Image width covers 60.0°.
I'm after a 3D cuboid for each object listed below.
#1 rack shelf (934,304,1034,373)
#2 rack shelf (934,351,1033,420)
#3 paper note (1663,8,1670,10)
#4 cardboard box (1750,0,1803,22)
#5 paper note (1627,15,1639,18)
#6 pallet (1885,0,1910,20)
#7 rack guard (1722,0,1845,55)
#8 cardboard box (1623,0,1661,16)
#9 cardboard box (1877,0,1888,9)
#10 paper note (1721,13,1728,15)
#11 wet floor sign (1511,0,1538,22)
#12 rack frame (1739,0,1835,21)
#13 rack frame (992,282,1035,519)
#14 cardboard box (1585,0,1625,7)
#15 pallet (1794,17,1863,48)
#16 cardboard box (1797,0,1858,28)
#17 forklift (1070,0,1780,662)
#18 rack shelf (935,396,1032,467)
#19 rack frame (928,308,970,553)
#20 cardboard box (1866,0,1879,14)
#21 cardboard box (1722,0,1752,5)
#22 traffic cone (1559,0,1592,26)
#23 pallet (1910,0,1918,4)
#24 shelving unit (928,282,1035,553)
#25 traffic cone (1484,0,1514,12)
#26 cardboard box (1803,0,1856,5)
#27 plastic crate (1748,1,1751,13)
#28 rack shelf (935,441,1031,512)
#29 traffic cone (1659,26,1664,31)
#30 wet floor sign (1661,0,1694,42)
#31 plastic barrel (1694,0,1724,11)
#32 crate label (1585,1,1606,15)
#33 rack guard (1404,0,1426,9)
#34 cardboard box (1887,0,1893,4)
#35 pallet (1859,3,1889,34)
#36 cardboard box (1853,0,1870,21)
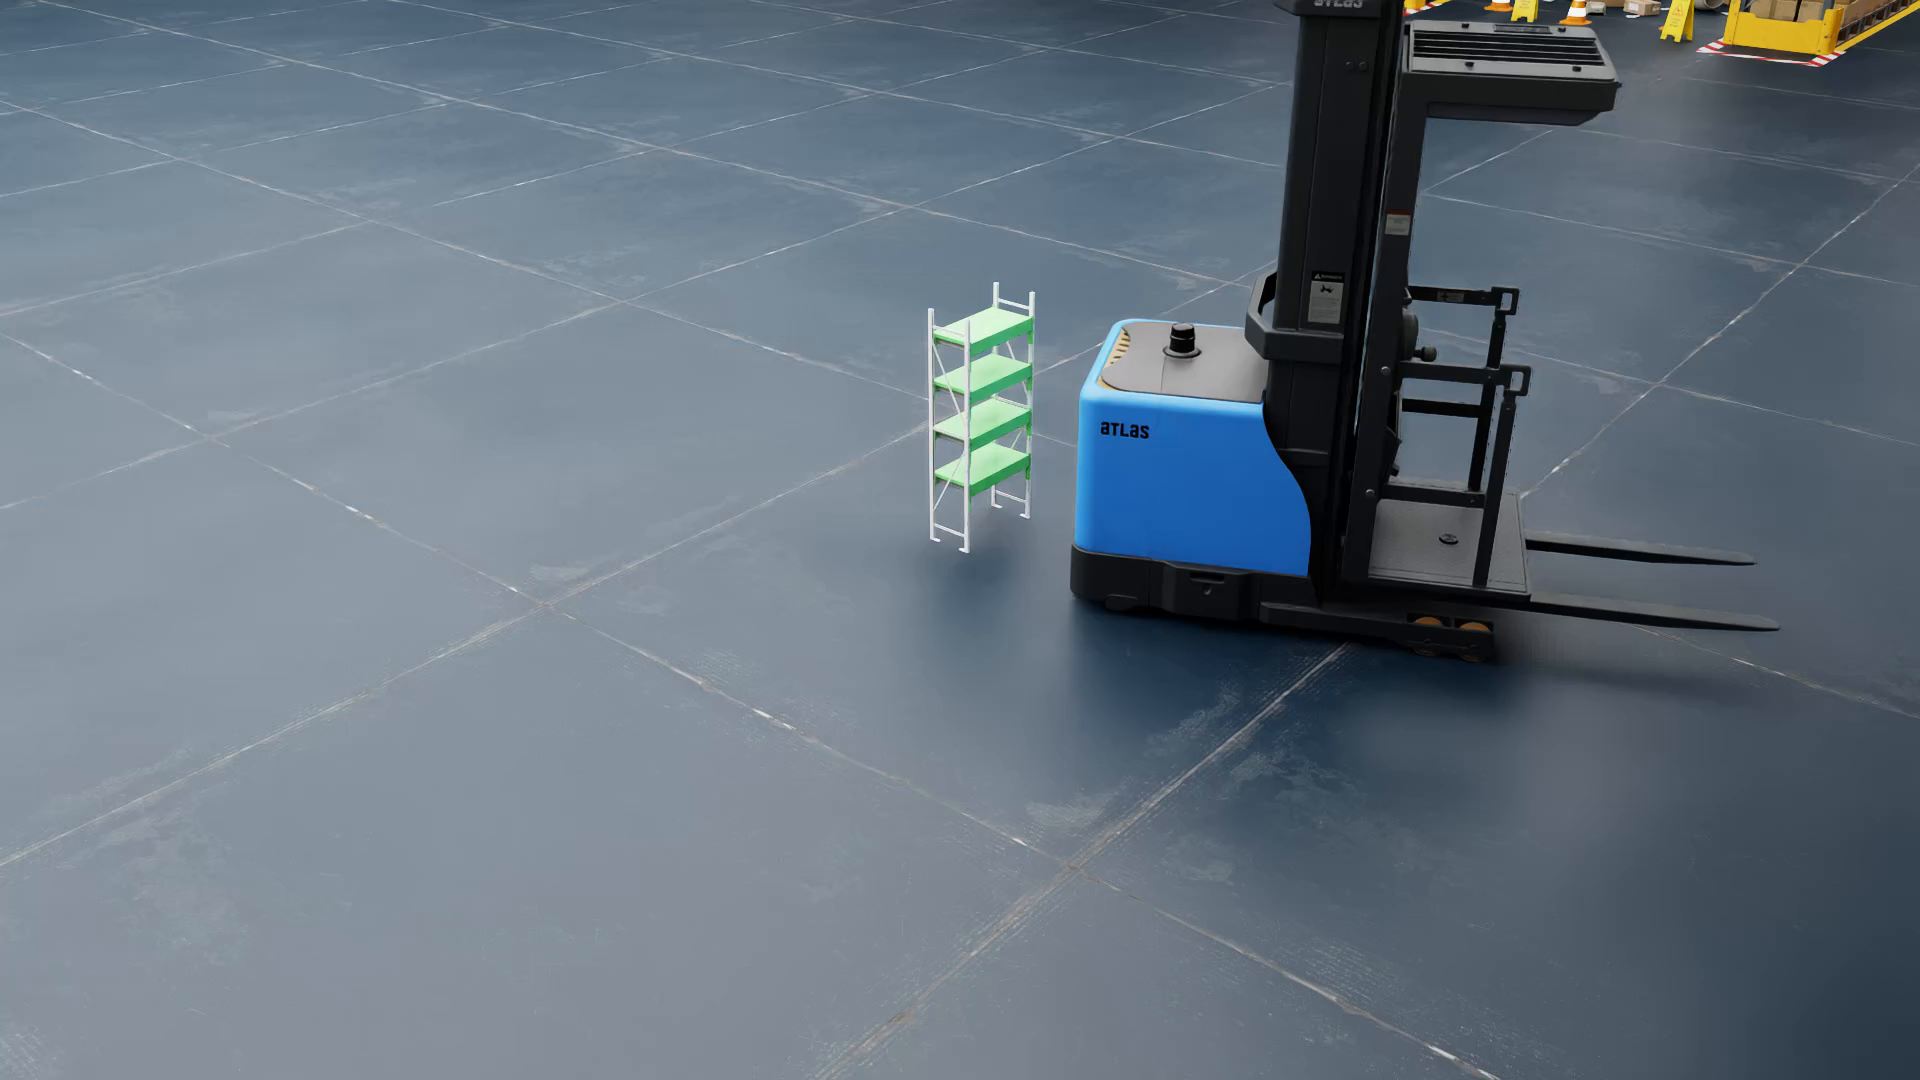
[{"bbox_3d":[0.105,-0.961,7.897,0.258,0.148,0.480,21,34,34],"label":"rack shelf"},{"bbox_3d":[0.105,-0.748,8.007,0.258,0.148,0.480,21,34,34],"label":"rack shelf"},{"bbox_3d":[9.170,-6.881,21.530,0.142,0.019,0.148,-15,31,-27],"label":"paper note"},{"bbox_3d":[9.771,-6.369,19.833,0.500,0.250,0.500,21,34,34],"label":"cardboard box"},{"bbox_3d":[8.514,-6.629,21.030,0.148,0.019,0.142,9,29,17],"label":"paper note"},{"bbox_3d":[11.593,-6.962,21.477,1.003,0.211,1.213,21,34,34],"label":"pallet"},{"bbox_3d":[9.497,-5.947,19.202,1.175,0.500,0.348,21,34,34],"label":"rack guard"},{"bbox_3d":[8.724,-6.819,21.270,0.250,0.149,0.380,-10,29,-18],"label":"cardboard box"},{"bbox_3d":[11.167,-6.755,20.579,0.500,0.250,0.500,21,34,35],"label":"cardboard box"},{"bbox_3d":[9.789,-6.721,21.208,0.142,0.019,0.148,9,29,17],"label":"paper note"},{"bbox_3d":[7.075,-6.807,20.705,0.267,0.644,0.232,15,31,26],"label":"wet floor sign"},{"bbox_3d":[9.449,-7.030,18.576,1.000,3.000,0.127,21,34,34],"label":"rack frame"},{"bbox_3d":[0.261,-0.678,8.255,0.240,1.200,0.015,21,34,34],"label":"rack frame"},{"bbox_3d":[8.613,-7.284,21.783,0.797,0.503,0.637,0,27,0],"label":"cardboard box"},{"bbox_3d":[10.041,-6.097,19.805,1.003,0.211,1.213,21,34,34],"label":"pallet"},{"bbox_3d":[10.175,-6.201,19.508,0.500,0.250,0.500,20,34,34],"label":"cardboard box"},{"bbox_3d":[2.081,-1.044,7.078,3.031,2.935,1.130,7,28,12],"label":"forklift"},{"bbox_3d":[0.105,-0.535,8.117,0.258,0.148,0.480,21,34,34],"label":"rack shelf"},{"bbox_3d":[-0.050,-0.505,7.921,0.240,1.200,0.015,21,34,34],"label":"rack frame"},{"bbox_3d":[10.843,-6.577,20.234,0.500,0.250,0.500,24,35,38],"label":"cardboard box"},{"bbox_3d":[10.262,-7.357,21.925,0.500,0.500,0.500,-5,28,-9],"label":"cardboard box"},{"bbox_3d":[7.654,-6.637,20.576,0.336,0.463,0.334,21,34,34],"label":"traffic cone"},{"bbox_3d":[12.487,-7.487,22.492,1.003,0.211,1.213,21,34,34],"label":"pallet"},{"bbox_3d":[0.105,-0.592,8.088,0.258,1.200,0.503,21,34,34],"label":"shelving unit"},{"bbox_3d":[6.999,-7.088,21.447,0.336,0.463,0.334,21,34,34],"label":"traffic cone"},{"bbox_3d":[10.190,-6.543,19.352,0.500,0.500,0.500,19,33,33],"label":"cardboard box"},{"bbox_3d":[10.362,-6.835,21.375,0.402,0.080,0.583,9,29,17],"label":"plastic crate"},{"bbox_3d":[0.105,-0.322,8.227,0.258,0.148,0.480,21,34,34],"label":"rack shelf"},{"bbox_3d":[8.727,-6.433,20.182,0.336,0.463,0.334,21,34,34],"label":"traffic cone"},{"bbox_3d":[8.502,-6.230,19.591,0.232,0.644,0.267,-15,31,-27],"label":"wet floor sign"},{"bbox_3d":[9.595,-7.061,21.438,0.421,0.421,0.512,-5,28,-9],"label":"plastic barrel"},{"bbox_3d":[8.106,-6.789,21.225,0.250,0.136,0.298,4,28,8],"label":"crate label"},{"bbox_3d":[5.550,-7.323,21.861,1.175,0.500,0.348,21,34,34],"label":"rack guard"},{"bbox_3d":[11.494,-6.934,20.925,0.500,0.250,0.500,20,33,33],"label":"cardboard box"},{"bbox_3d":[10.818,-6.527,20.638,1.003,0.211,1.213,21,34,34],"label":"pallet"},{"bbox_3d":[10.506,-6.380,19.853,0.500,0.250,0.500,22,35,36],"label":"cardboard box"}]
